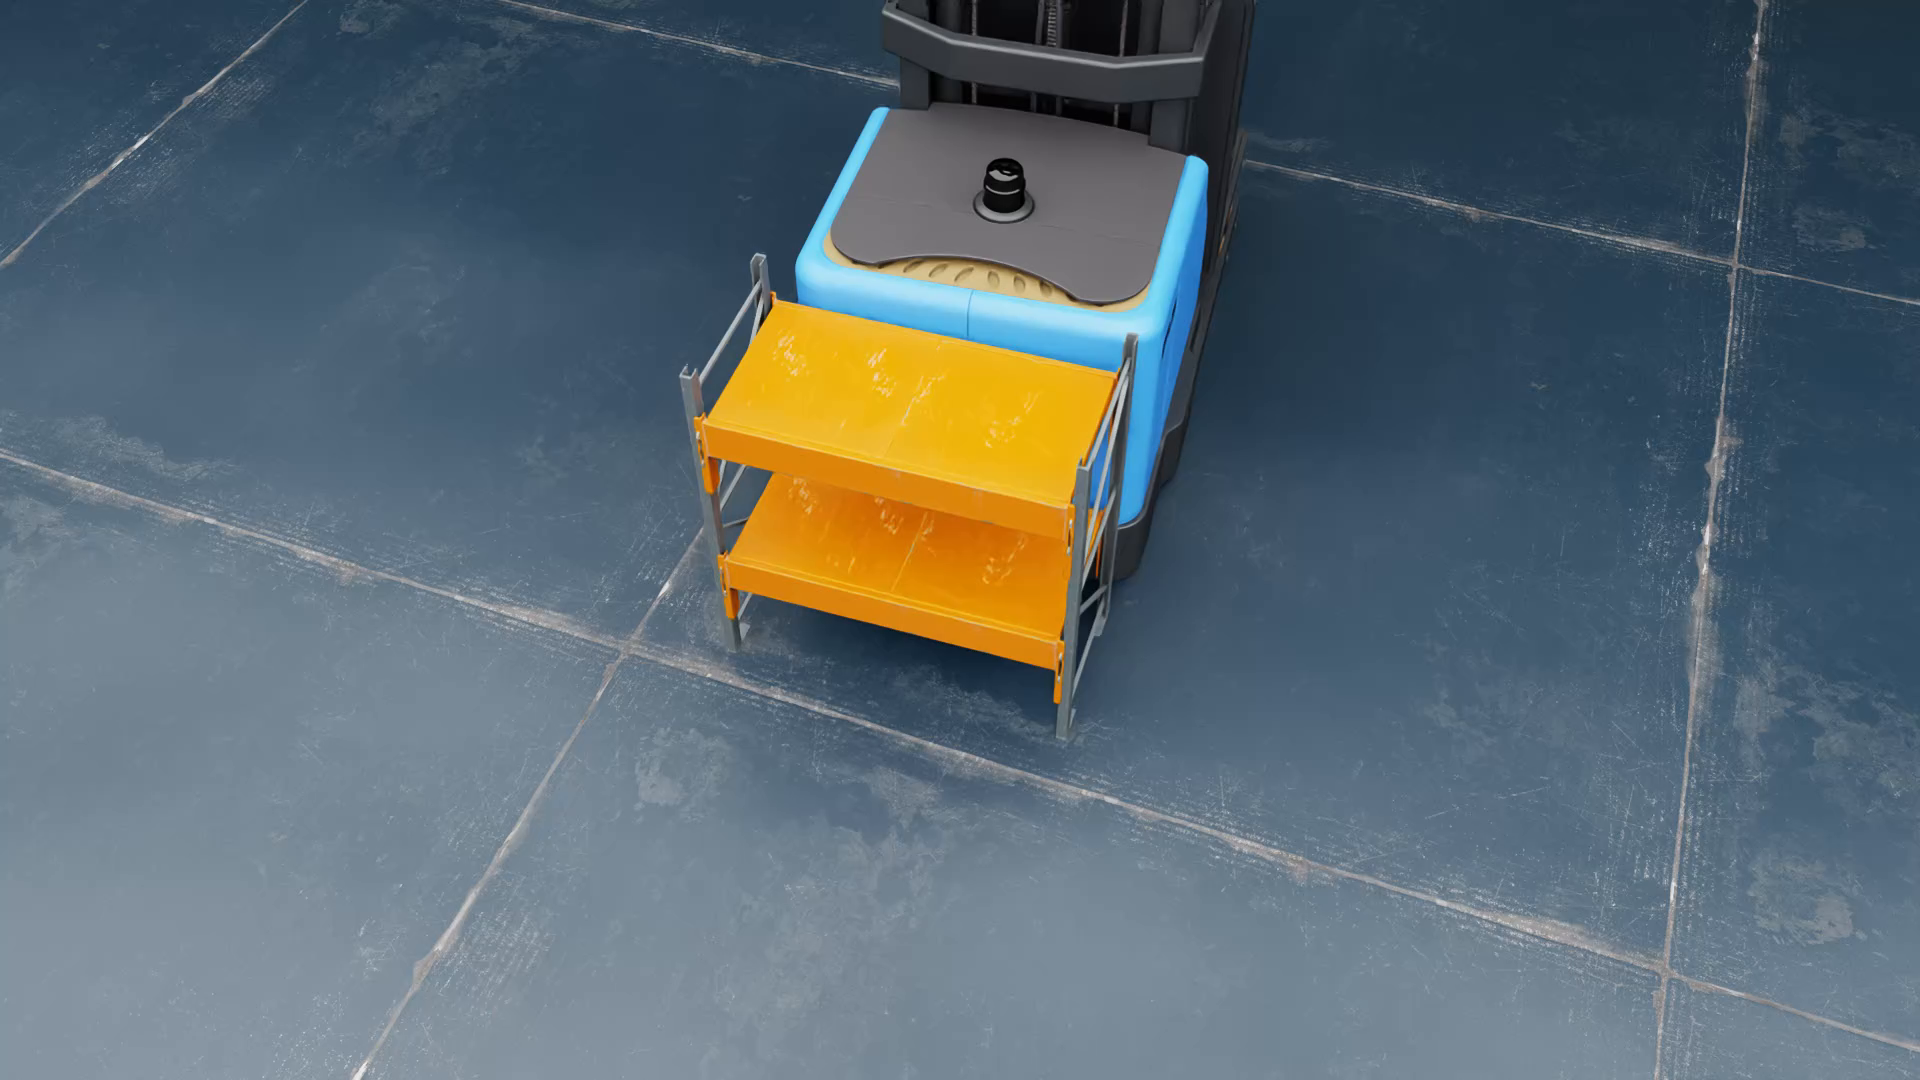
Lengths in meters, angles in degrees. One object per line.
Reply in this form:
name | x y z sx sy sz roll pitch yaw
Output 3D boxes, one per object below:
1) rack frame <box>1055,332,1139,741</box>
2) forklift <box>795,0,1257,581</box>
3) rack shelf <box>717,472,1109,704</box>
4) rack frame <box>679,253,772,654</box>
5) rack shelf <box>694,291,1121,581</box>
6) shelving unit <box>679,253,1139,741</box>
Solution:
rack frame | 0.364 0.022 4.486 0.032 1.125 0.500 14 50 12
forklift | 0.410 -1.976 5.023 1.130 2.935 3.031 11 50 10
rack shelf | -0.120 0.065 4.773 1.000 0.278 0.538 14 50 12
rack frame | -0.604 -0.212 4.689 0.032 1.125 0.500 14 50 12
rack shelf | -0.120 -0.287 4.367 1.000 0.278 0.538 14 50 12
shelving unit | -0.120 -0.095 4.588 1.048 1.125 0.538 14 50 12
